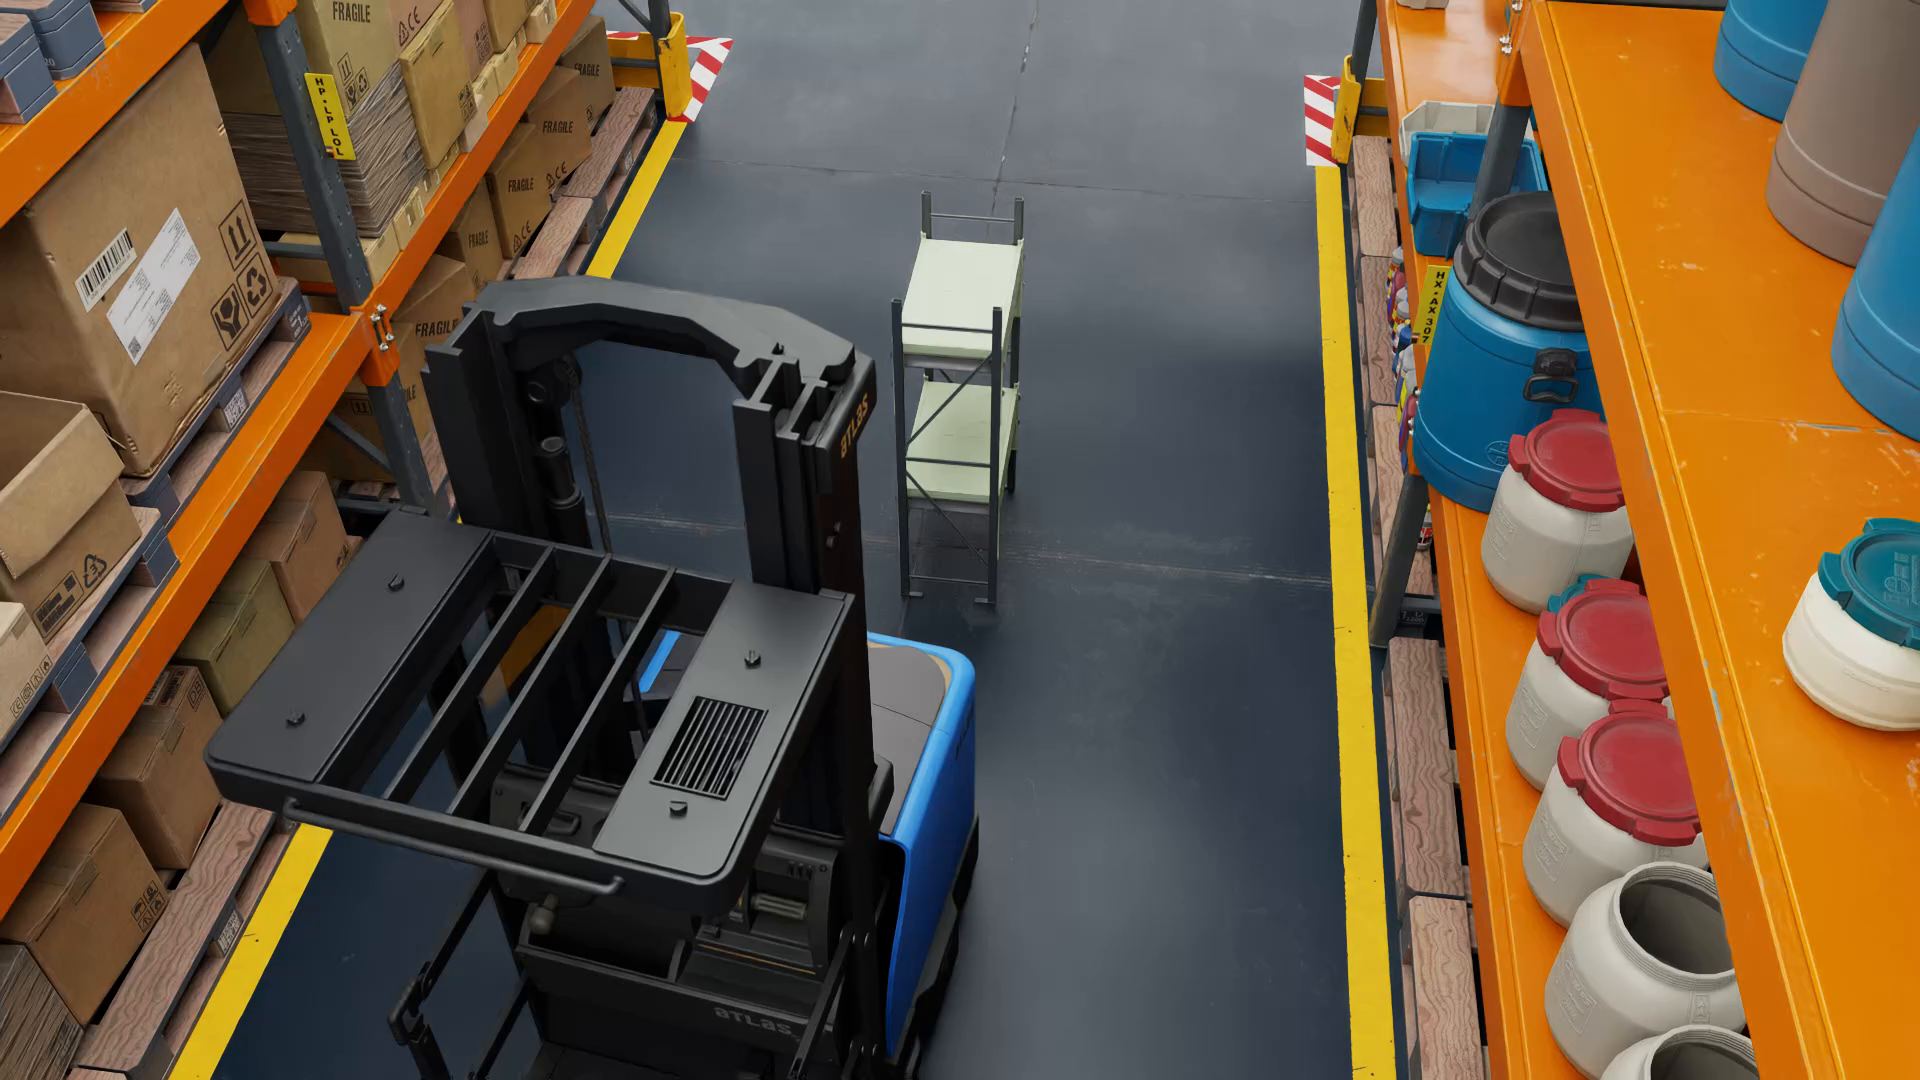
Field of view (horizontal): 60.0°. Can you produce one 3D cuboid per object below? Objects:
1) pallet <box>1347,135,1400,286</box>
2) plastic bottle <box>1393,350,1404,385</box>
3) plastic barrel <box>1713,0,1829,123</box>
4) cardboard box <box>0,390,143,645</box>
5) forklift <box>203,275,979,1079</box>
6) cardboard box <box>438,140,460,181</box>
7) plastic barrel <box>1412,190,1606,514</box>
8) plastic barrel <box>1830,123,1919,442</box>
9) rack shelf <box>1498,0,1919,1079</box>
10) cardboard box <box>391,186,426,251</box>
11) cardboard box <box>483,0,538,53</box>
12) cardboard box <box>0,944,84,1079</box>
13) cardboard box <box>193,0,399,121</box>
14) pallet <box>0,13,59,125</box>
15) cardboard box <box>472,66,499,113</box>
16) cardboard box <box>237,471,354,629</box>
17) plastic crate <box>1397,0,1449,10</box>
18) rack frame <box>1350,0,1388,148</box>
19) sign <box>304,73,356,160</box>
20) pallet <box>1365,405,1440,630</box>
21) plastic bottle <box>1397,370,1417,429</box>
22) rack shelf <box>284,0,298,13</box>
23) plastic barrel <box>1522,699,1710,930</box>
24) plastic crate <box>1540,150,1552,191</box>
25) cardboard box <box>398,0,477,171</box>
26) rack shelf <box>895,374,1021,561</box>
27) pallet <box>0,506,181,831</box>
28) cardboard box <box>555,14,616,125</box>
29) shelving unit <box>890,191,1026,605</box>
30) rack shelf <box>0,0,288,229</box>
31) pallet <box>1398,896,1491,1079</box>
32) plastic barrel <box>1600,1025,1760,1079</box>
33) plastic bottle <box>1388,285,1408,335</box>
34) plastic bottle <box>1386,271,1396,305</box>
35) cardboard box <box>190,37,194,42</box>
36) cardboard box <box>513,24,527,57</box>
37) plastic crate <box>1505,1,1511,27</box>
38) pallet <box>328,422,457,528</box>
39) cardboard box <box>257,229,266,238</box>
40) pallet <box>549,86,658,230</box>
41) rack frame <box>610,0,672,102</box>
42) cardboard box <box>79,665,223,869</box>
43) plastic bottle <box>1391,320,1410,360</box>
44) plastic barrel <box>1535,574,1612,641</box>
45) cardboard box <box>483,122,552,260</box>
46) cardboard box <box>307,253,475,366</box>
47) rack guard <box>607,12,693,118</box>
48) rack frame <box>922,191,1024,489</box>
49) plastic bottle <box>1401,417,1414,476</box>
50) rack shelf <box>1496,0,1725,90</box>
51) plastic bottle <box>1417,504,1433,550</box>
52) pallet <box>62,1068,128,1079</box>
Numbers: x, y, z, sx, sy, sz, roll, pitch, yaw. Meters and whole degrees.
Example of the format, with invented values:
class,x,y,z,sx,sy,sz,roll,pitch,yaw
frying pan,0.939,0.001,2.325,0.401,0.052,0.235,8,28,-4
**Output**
class,x,y,z,sx,sy,sz,roll,pitch,yaw
pallet,2.625,-1.750,8.944,1.003,0.211,1.213,5,44,6
plastic bottle,2.054,-0.798,7.627,0.097,0.201,0.097,0,43,0
plastic barrel,2.320,-1.550,4.159,0.600,0.901,0.708,5,44,6
cardboard box,-2.875,-0.096,4.789,0.797,0.503,0.637,9,44,10
forklift,-0.823,0.964,4.101,1.130,2.935,3.031,11,45,11
cardboard box,-2.336,-1.637,6.980,0.380,0.149,0.250,5,44,6
plastic barrel,1.821,-0.592,5.329,0.600,0.901,0.708,5,44,6
plastic barrel,2.147,-0.659,3.218,0.600,0.901,0.708,5,44,6
rack shelf,1.908,-0.110,3.526,1.077,0.370,4.000,5,44,6
cardboard box,-2.365,-1.293,6.616,0.380,0.149,0.250,5,44,6
cardboard box,-2.442,-2.565,7.489,0.875,0.500,0.500,5,44,6
cardboard box,-3.137,1.541,4.939,0.700,0.500,0.500,2,43,2
cardboard box,-2.426,-1.887,6.044,0.500,0.500,0.500,5,44,6
pallet,-3.059,-0.998,4.078,1.213,0.211,1.003,5,44,6
cardboard box,-2.270,-1.978,7.340,0.380,0.149,0.250,5,44,6
cardboard box,-2.840,0.069,6.494,0.700,0.500,0.500,2,43,2
plastic crate,2.264,-2.695,8.106,0.298,0.136,0.250,5,44,6
rack frame,2.701,-3.371,8.629,1.000,3.000,0.127,5,44,6
sign,-2.187,-1.468,5.777,0.100,0.325,0.005,5,44,6
pallet,2.302,-0.087,7.188,1.003,0.211,1.213,5,44,6
plastic bottle,2.040,-0.659,7.371,0.144,0.351,0.185,5,44,5
rack shelf,-2.473,-3.287,6.881,1.077,0.370,4.000,5,44,6
plastic barrel,1.674,0.732,4.196,0.433,0.535,0.433,0,43,0
plastic crate,2.631,-1.468,6.773,0.450,0.188,0.662,5,44,6
cardboard box,-2.516,-1.879,6.763,0.875,0.500,0.500,5,44,6
rack shelf,0.001,-0.312,6.963,0.431,0.370,0.720,5,44,6
pallet,-3.045,0.347,4.841,1.003,0.211,1.213,5,44,6
cardboard box,-2.308,-2.642,9.372,0.500,0.500,0.500,13,45,13
shelving unit,0.001,-0.549,6.739,0.431,1.500,0.755,5,44,6
rack shelf,-3.002,-0.561,4.002,1.077,0.370,4.000,5,44,6
pallet,1.948,1.740,5.259,1.003,0.211,1.213,5,44,6
plastic barrel,1.568,1.320,3.593,0.421,0.512,0.421,0,43,0
plastic bottle,2.107,-1.100,7.894,0.097,0.271,0.097,0,43,0
plastic bottle,2.139,-1.237,8.090,0.097,0.201,0.097,0,43,0
cardboard box,-2.951,-1.935,6.095,0.500,0.500,0.500,5,44,6
cardboard box,-2.238,-2.322,7.703,0.380,0.149,0.250,5,44,6
plastic crate,2.840,-2.507,7.824,0.499,0.251,0.408,5,44,6
pallet,-2.684,-0.544,7.671,1.003,0.211,1.213,5,44,6
cardboard box,-2.958,-1.347,6.674,0.380,0.149,0.250,5,44,6
pallet,-2.361,-2.207,9.427,1.003,0.211,1.213,5,44,6
rack frame,-2.209,-3.822,9.104,1.000,3.000,0.127,5,44,6
cardboard box,-2.995,0.774,5.749,0.700,0.500,0.500,2,43,2
plastic bottle,2.081,-0.938,7.775,0.097,0.201,0.097,0,43,0
plastic barrel,1.845,0.293,4.860,0.301,0.262,0.301,0,43,0
cardboard box,-2.454,-1.807,8.489,0.500,0.500,0.500,9,44,9
cardboard box,-2.577,-1.000,7.638,0.500,0.500,0.500,19,46,19
rack guard,-2.219,-2.862,9.909,1.175,0.500,0.348,5,44,6
rack frame,0.049,-0.799,7.003,0.400,1.500,0.023,5,44,6
plastic bottle,1.997,-0.439,7.139,0.144,0.351,0.185,3,44,3
rack shelf,2.437,-2.836,6.405,1.077,0.370,4.000,5,44,6
plastic bottle,1.911,-0.065,6.852,0.097,0.201,0.097,0,43,0
pallet,-3.161,2.111,4.867,1.003,0.211,1.213,5,44,6
